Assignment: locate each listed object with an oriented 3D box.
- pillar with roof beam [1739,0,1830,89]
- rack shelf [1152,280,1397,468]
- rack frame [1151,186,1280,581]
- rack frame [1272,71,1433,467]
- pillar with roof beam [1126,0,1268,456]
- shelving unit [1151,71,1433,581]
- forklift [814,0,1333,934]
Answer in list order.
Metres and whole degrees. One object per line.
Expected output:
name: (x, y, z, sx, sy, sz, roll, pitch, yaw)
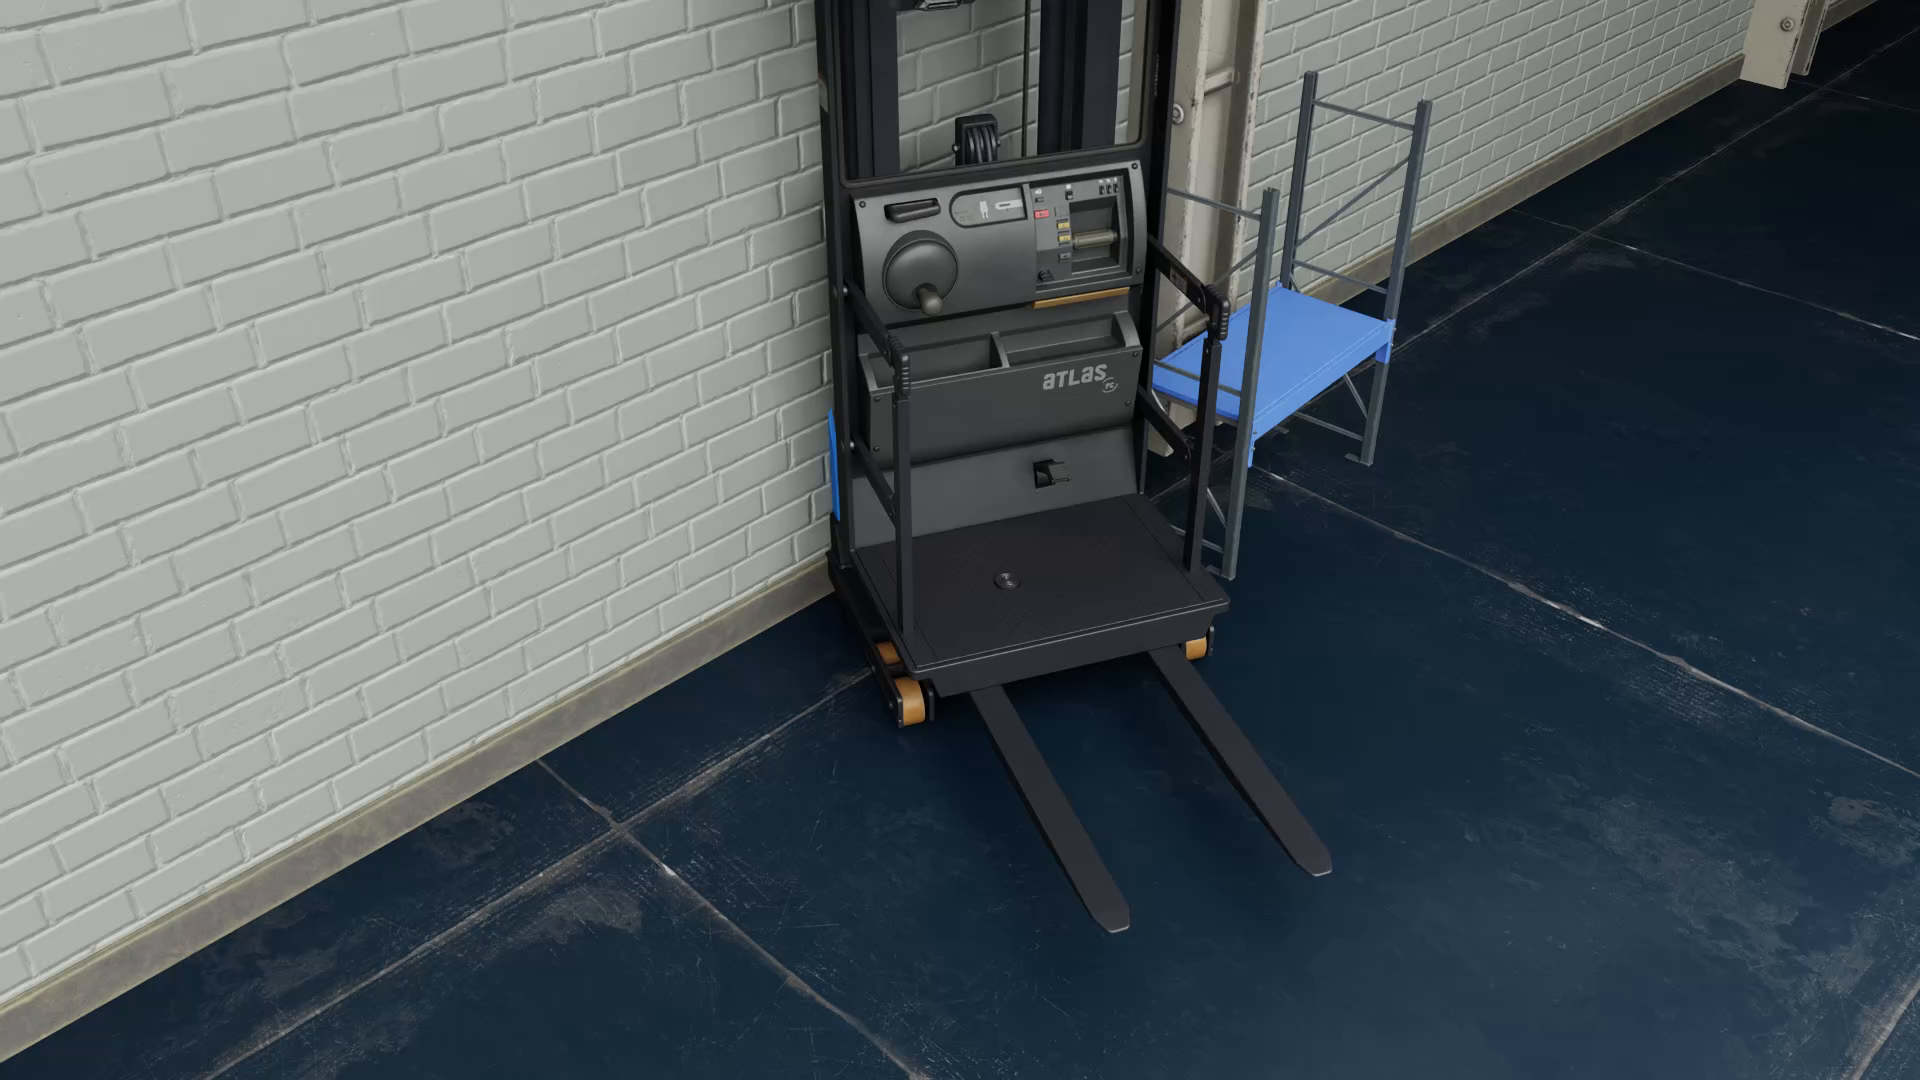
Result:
pillar with roof beam: (8.143, -4.870, 5.367, 9.100, 9.000, 0.400, 30, 45, 35)
rack shelf: (1.130, -0.638, 6.168, 0.538, 0.185, 1.000, 26, 42, 32)
rack frame: (0.801, -0.564, 5.748, 0.500, 1.500, 0.032, 26, 42, 32)
rack frame: (1.459, -1.007, 6.383, 0.500, 1.500, 0.032, 26, 42, 32)
pillar with roof beam: (3.915, -2.435, 1.874, 9.100, 9.000, 0.400, 30, 45, 35)
shelving unit: (1.130, -0.786, 6.065, 0.538, 1.500, 1.048, 26, 42, 32)
forklift: (0.207, -0.865, 4.927, 1.130, 2.935, 3.031, -11, 36, -16)
